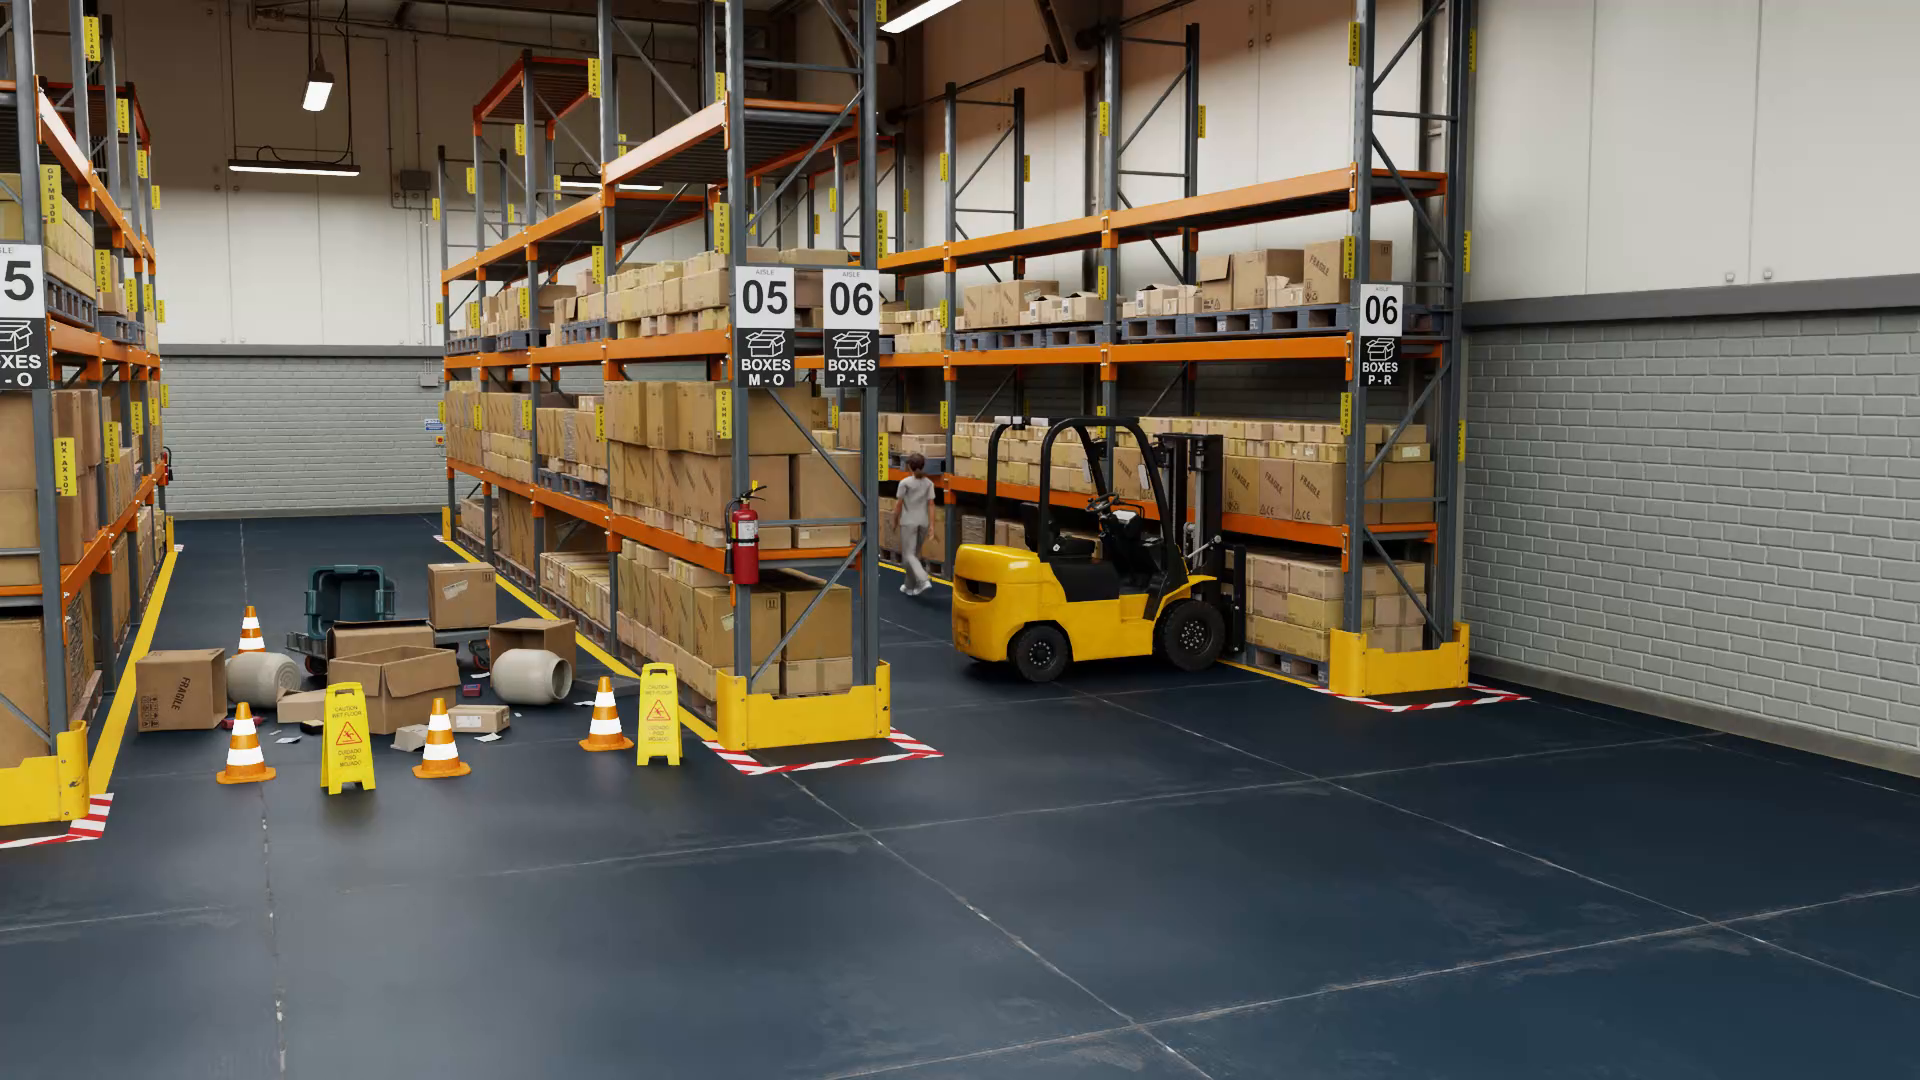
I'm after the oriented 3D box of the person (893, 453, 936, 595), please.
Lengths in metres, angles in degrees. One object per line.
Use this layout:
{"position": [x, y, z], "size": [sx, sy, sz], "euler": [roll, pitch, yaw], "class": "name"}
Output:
{"position": [-0.499, -0.158, 18.608], "size": [0.441, 1.620, 0.993], "euler": [-3, 6, -27], "class": "person"}
